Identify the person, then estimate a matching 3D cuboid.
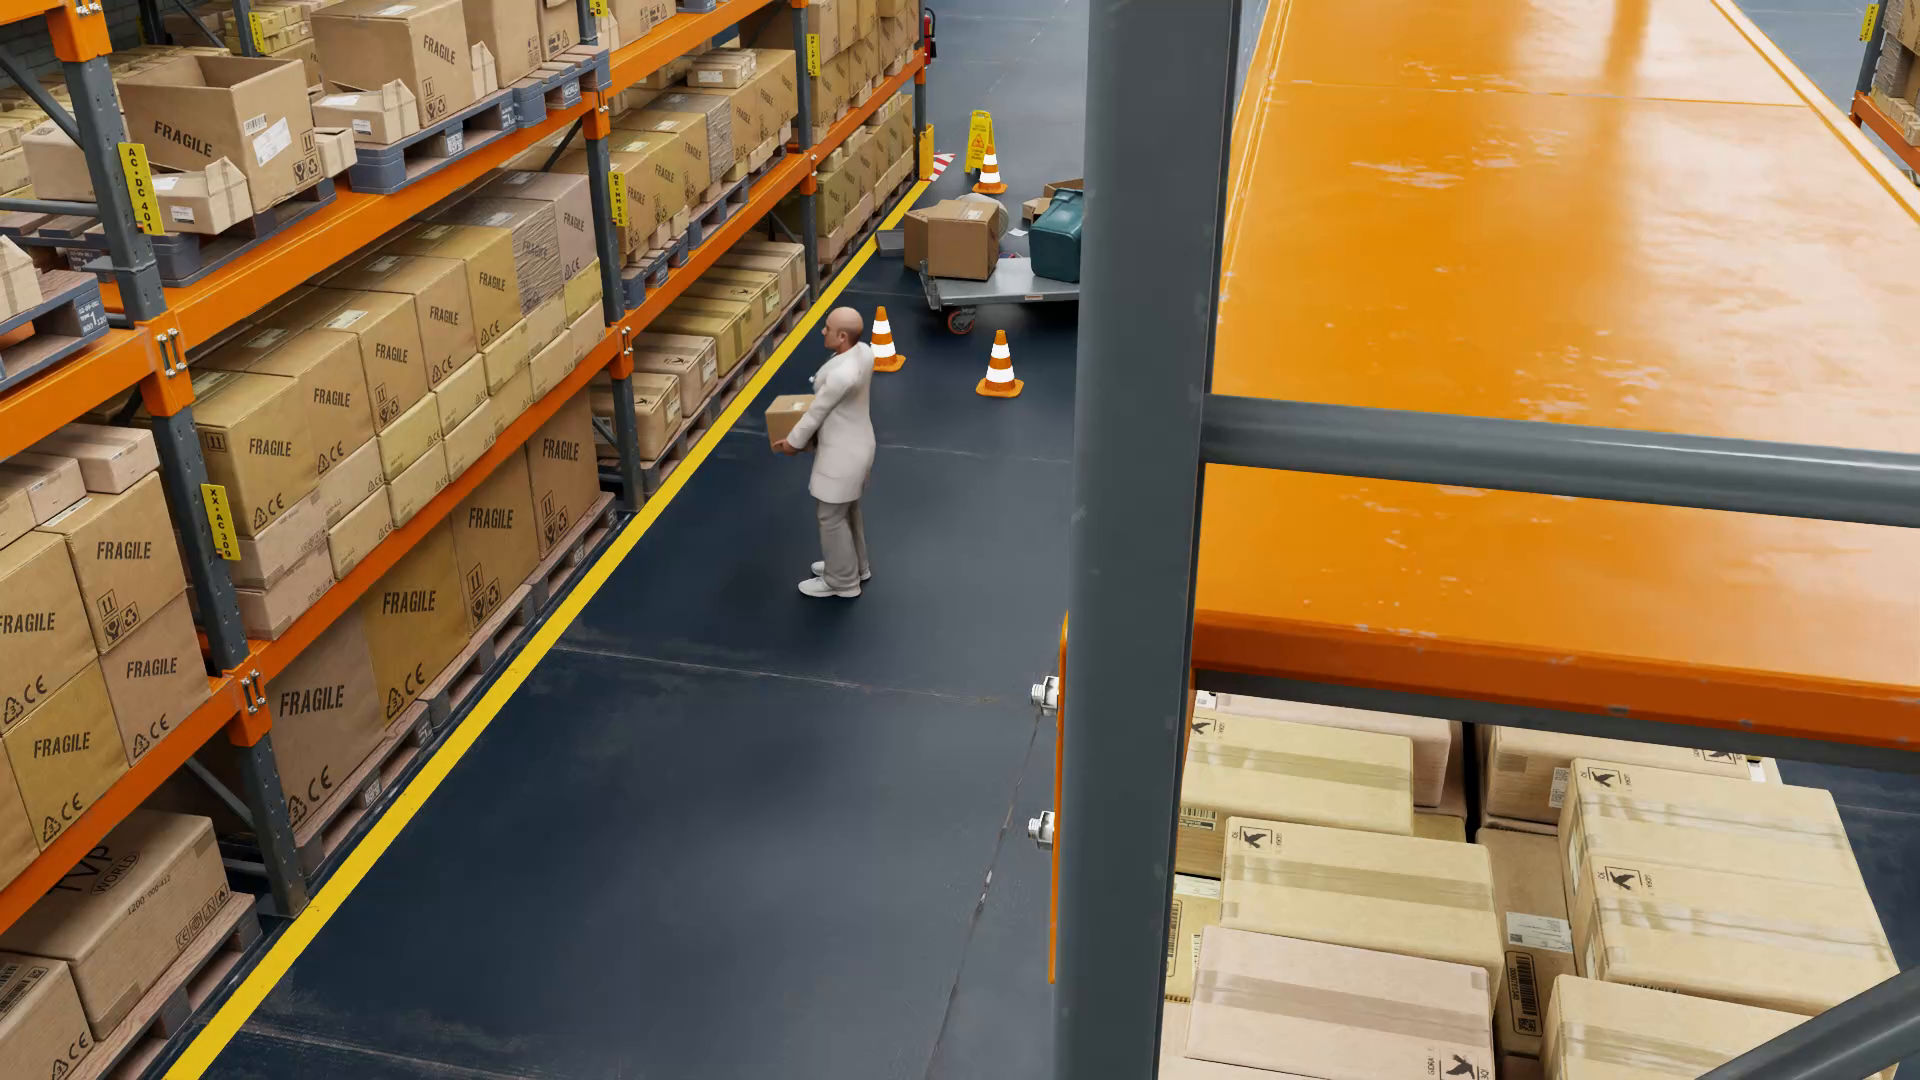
[{"bbox_3d":[-0.774,-0.510,9.585,0.554,1.779,0.520,6,29,10],"label":"person"}]
